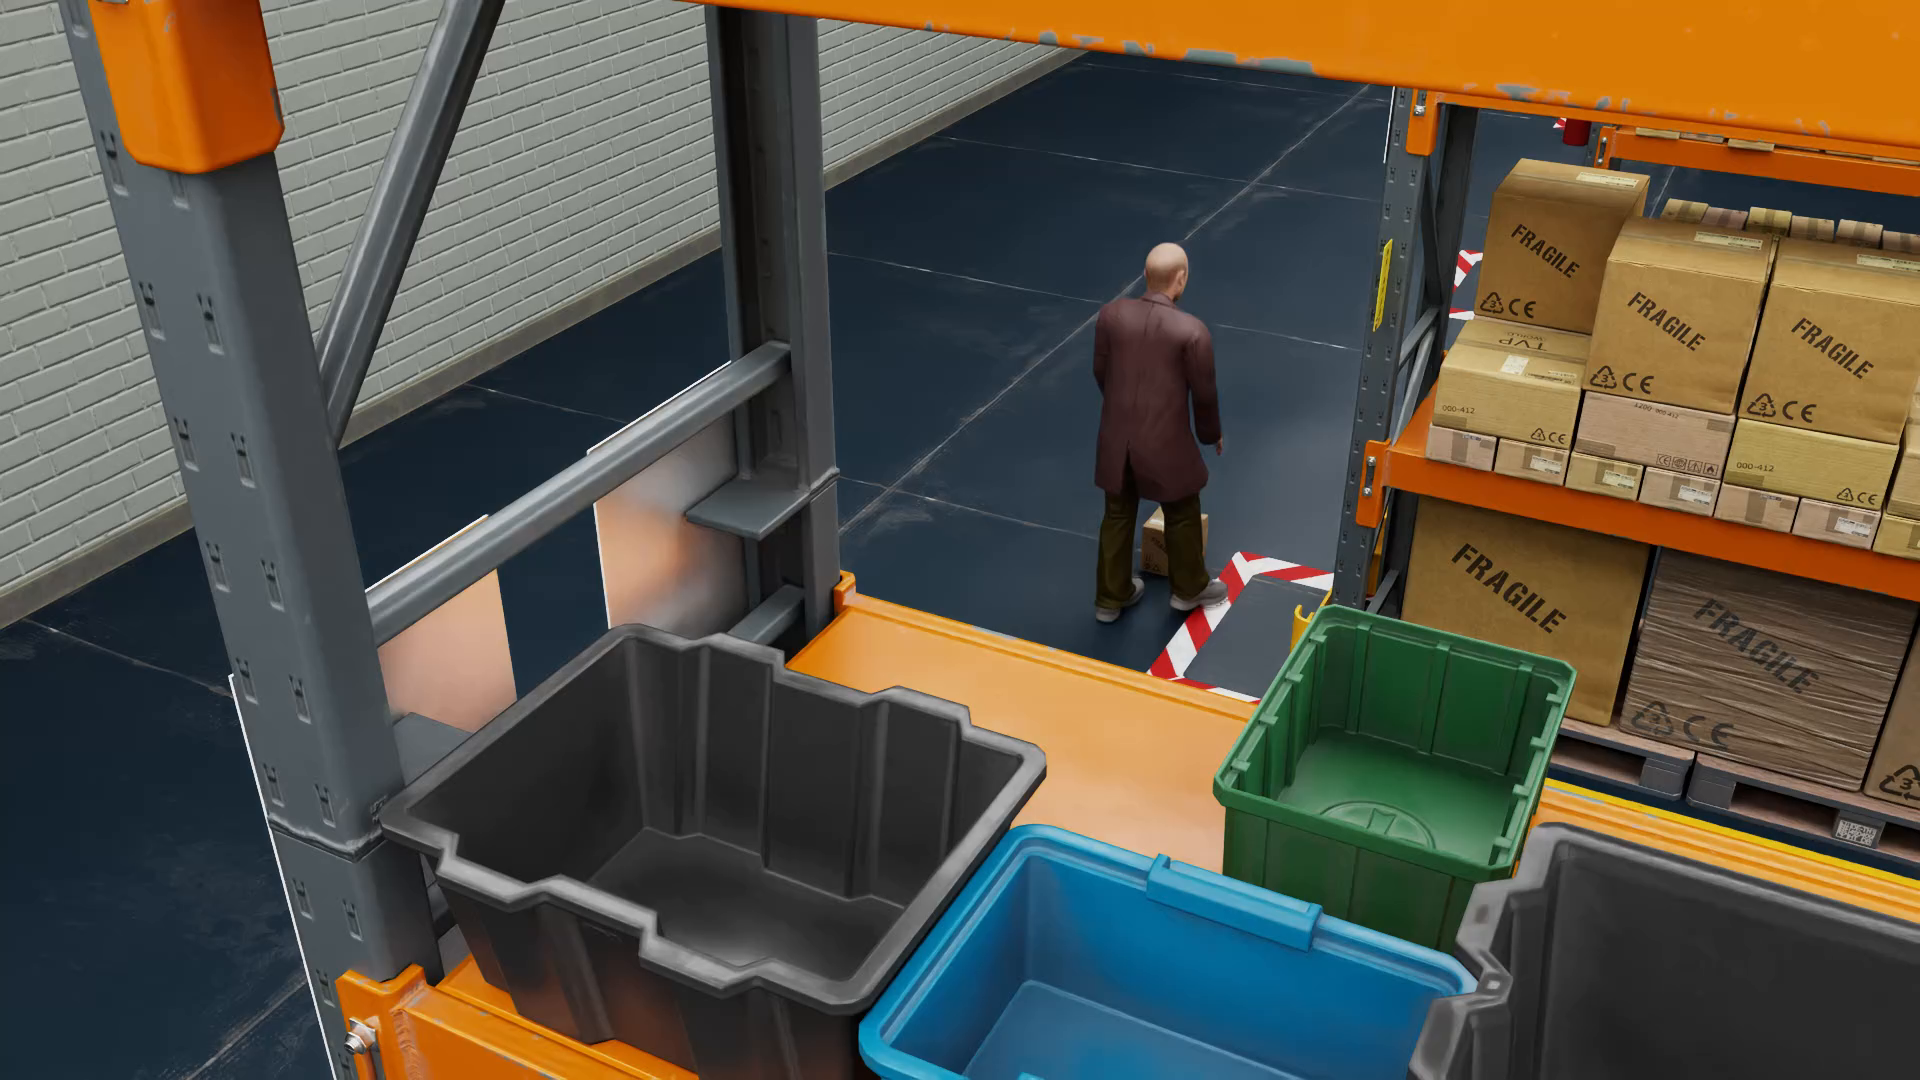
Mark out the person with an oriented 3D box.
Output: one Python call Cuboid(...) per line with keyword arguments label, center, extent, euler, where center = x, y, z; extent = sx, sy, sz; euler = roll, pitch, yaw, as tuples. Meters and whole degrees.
Cuboid(label="person", center=(0.898, -0.478, 7.460), extent=(0.596, 1.784, 0.599), euler=(17, 34, 28))
